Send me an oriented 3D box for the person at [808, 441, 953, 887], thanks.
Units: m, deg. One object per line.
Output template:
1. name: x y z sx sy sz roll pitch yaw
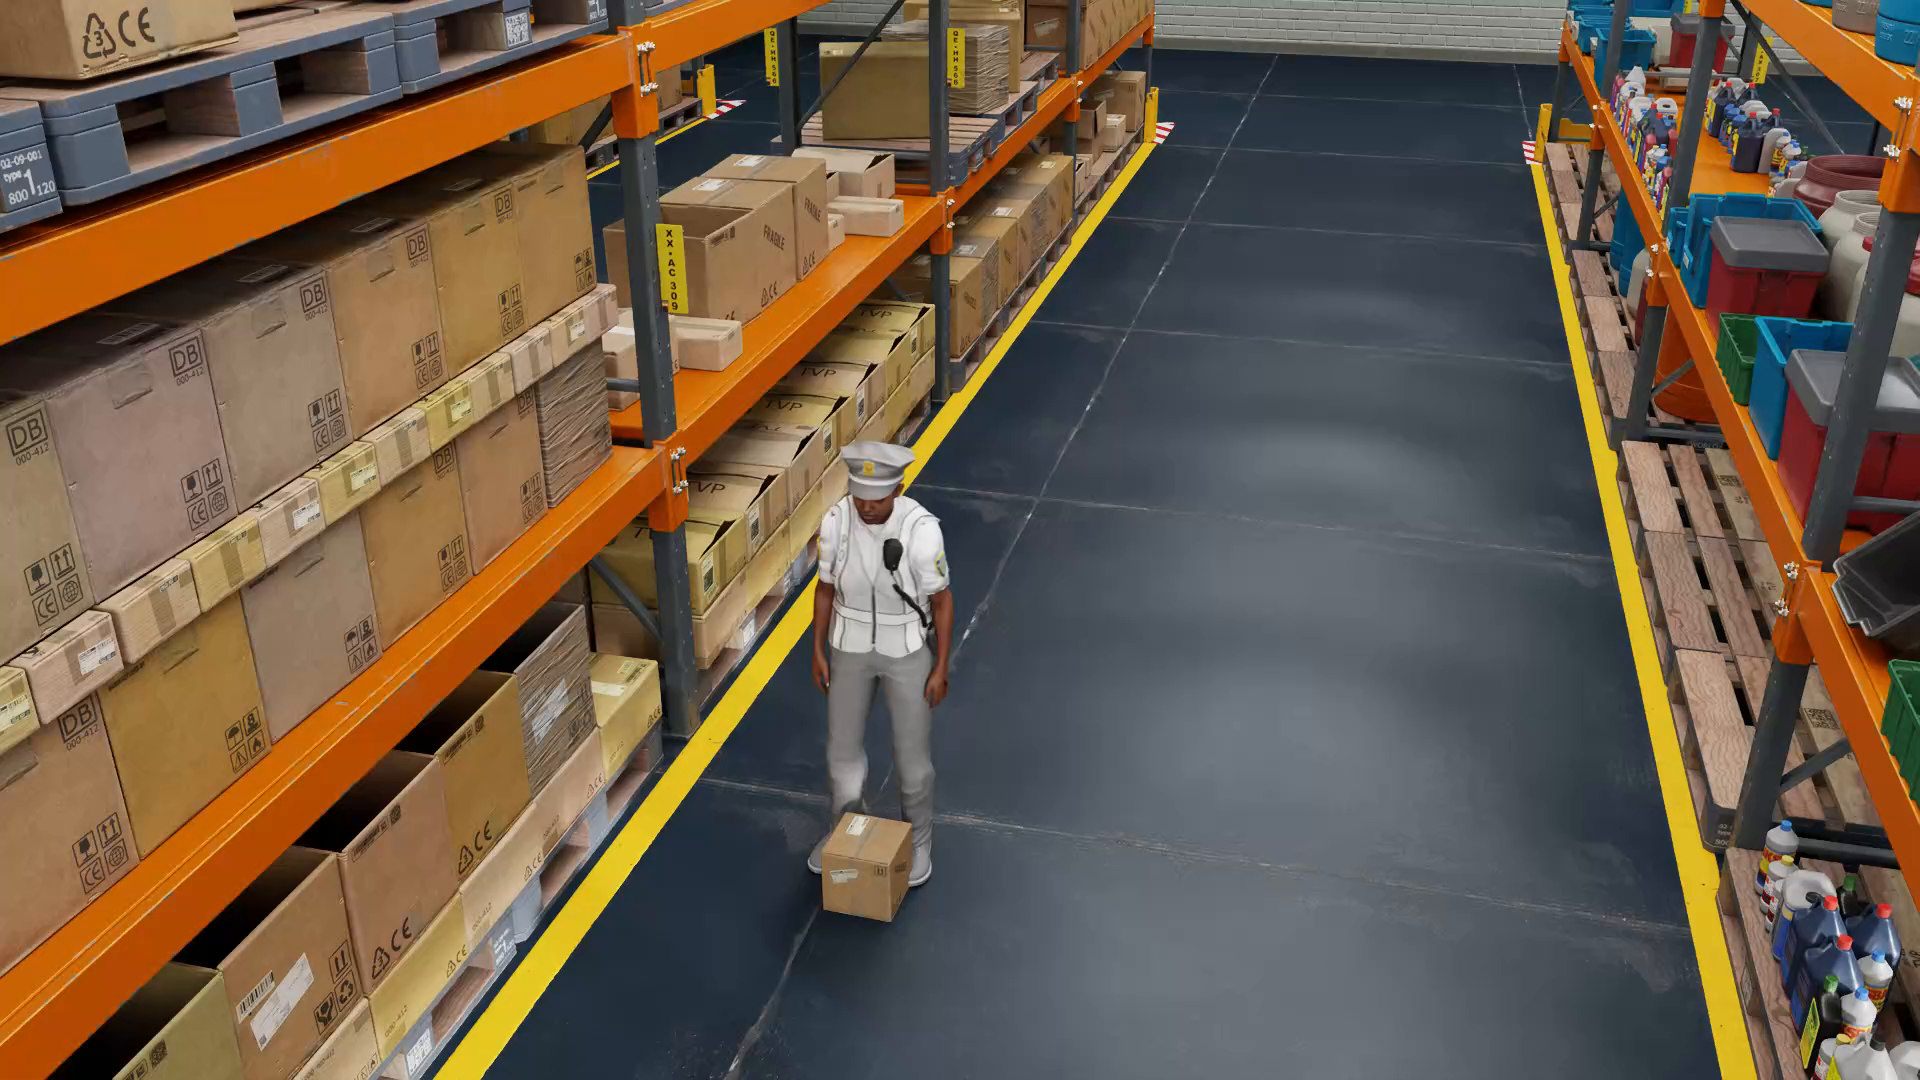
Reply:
1. person: -0.280 0.415 5.742 0.512 1.657 0.399 6 26 13
